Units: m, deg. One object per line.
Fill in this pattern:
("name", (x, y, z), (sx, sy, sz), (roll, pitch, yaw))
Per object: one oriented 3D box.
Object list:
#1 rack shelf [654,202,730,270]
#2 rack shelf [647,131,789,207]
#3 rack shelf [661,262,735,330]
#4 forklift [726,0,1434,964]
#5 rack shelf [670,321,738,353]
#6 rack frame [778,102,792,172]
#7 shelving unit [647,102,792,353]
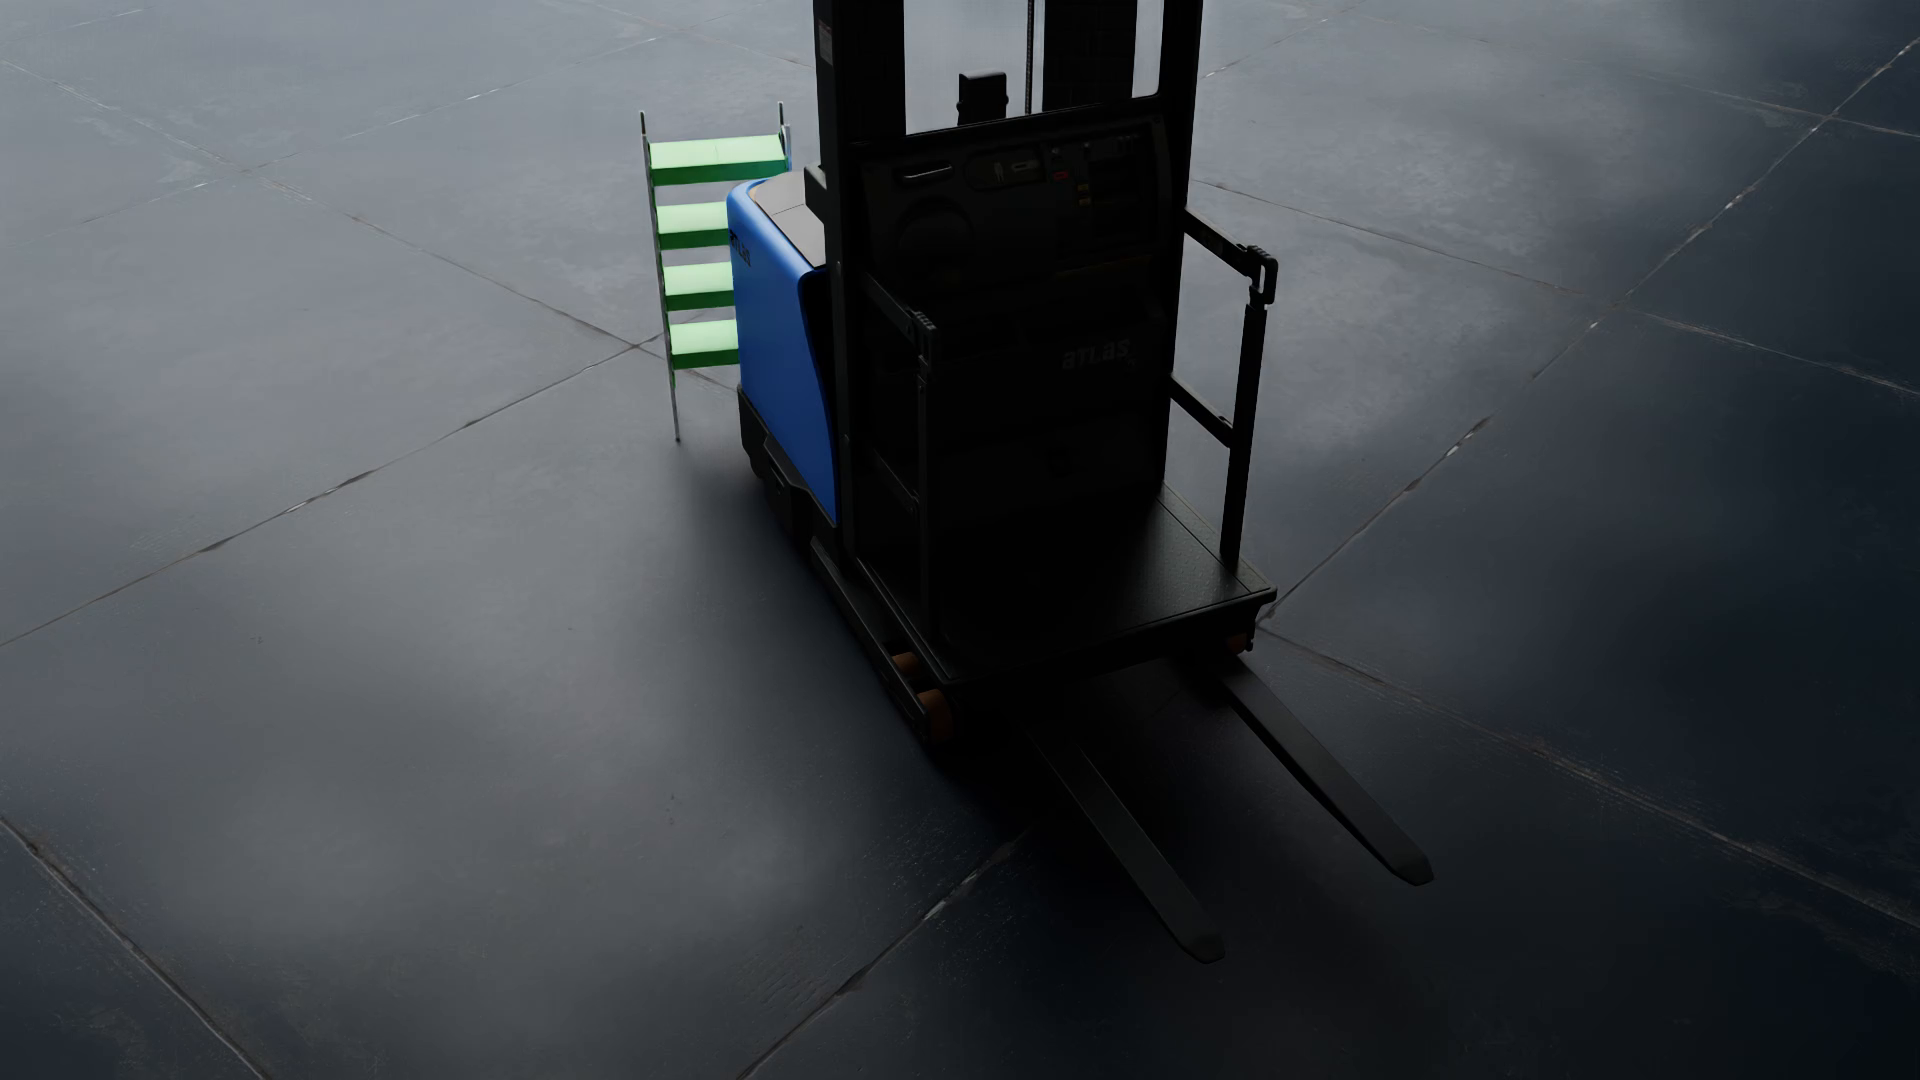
("rack shelf", (-0.857, -1.118, 6.026), (0.480, 0.148, 0.258), (-6, 35, -9))
("rack shelf", (-0.857, -1.316, 5.890), (0.480, 0.148, 0.258), (-6, 35, -9))
("rack shelf", (-0.857, -0.920, 6.162), (0.480, 0.148, 0.258), (-6, 35, -9))
("forklift", (0.258, -0.884, 4.468), (1.130, 2.935, 3.031), (-14, 37, -20))
("rack shelf", (-0.857, -0.766, 6.267), (0.457, 0.021, 0.221), (-6, 35, -9))
("rack frame", (-0.617, -0.999, 6.164), (0.015, 1.200, 0.240), (-6, 35, -9))
("shelving unit", (-0.851, -0.973, 6.127), (0.492, 1.200, 0.258), (-6, 35, -9))
